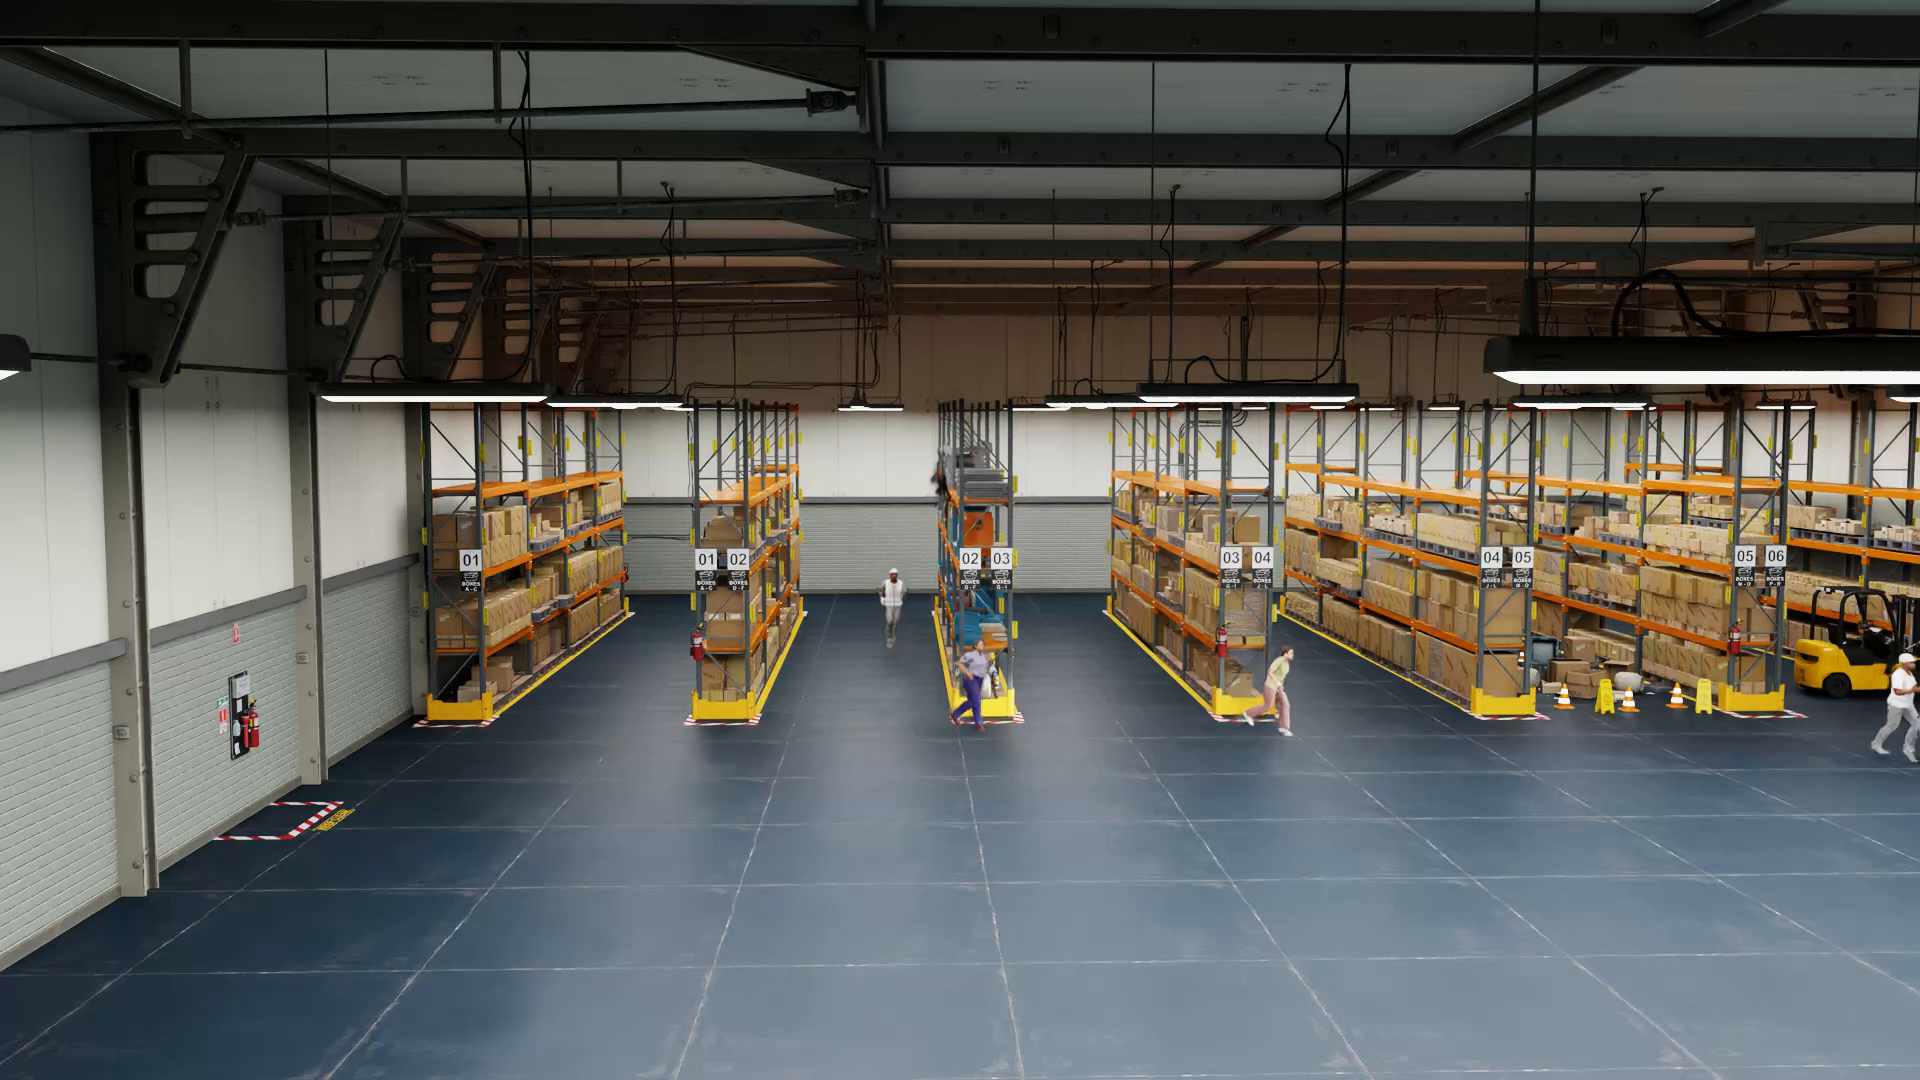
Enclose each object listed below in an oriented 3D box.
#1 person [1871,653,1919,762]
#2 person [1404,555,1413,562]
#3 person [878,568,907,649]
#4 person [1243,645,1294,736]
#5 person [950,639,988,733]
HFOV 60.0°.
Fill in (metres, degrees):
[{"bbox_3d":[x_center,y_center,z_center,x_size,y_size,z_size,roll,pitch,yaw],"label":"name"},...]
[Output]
[{"bbox_3d":[15.508,2.769,27.465,0.661,1.833,0.833,-3,5,-33],"label":"person"},{"bbox_3d":[13.291,1.132,49.181,0.747,1.722,0.688,-1,4,-11],"label":"person"},{"bbox_3d":[-1.560,1.609,39.065,0.654,1.886,0.723,-1,4,-13],"label":"person"},{"bbox_3d":[5.552,2.678,29.837,0.980,1.636,0.600,2,5,29],"label":"person"},{"bbox_3d":[0.260,2.628,30.264,0.848,1.667,0.616,3,5,32],"label":"person"}]
